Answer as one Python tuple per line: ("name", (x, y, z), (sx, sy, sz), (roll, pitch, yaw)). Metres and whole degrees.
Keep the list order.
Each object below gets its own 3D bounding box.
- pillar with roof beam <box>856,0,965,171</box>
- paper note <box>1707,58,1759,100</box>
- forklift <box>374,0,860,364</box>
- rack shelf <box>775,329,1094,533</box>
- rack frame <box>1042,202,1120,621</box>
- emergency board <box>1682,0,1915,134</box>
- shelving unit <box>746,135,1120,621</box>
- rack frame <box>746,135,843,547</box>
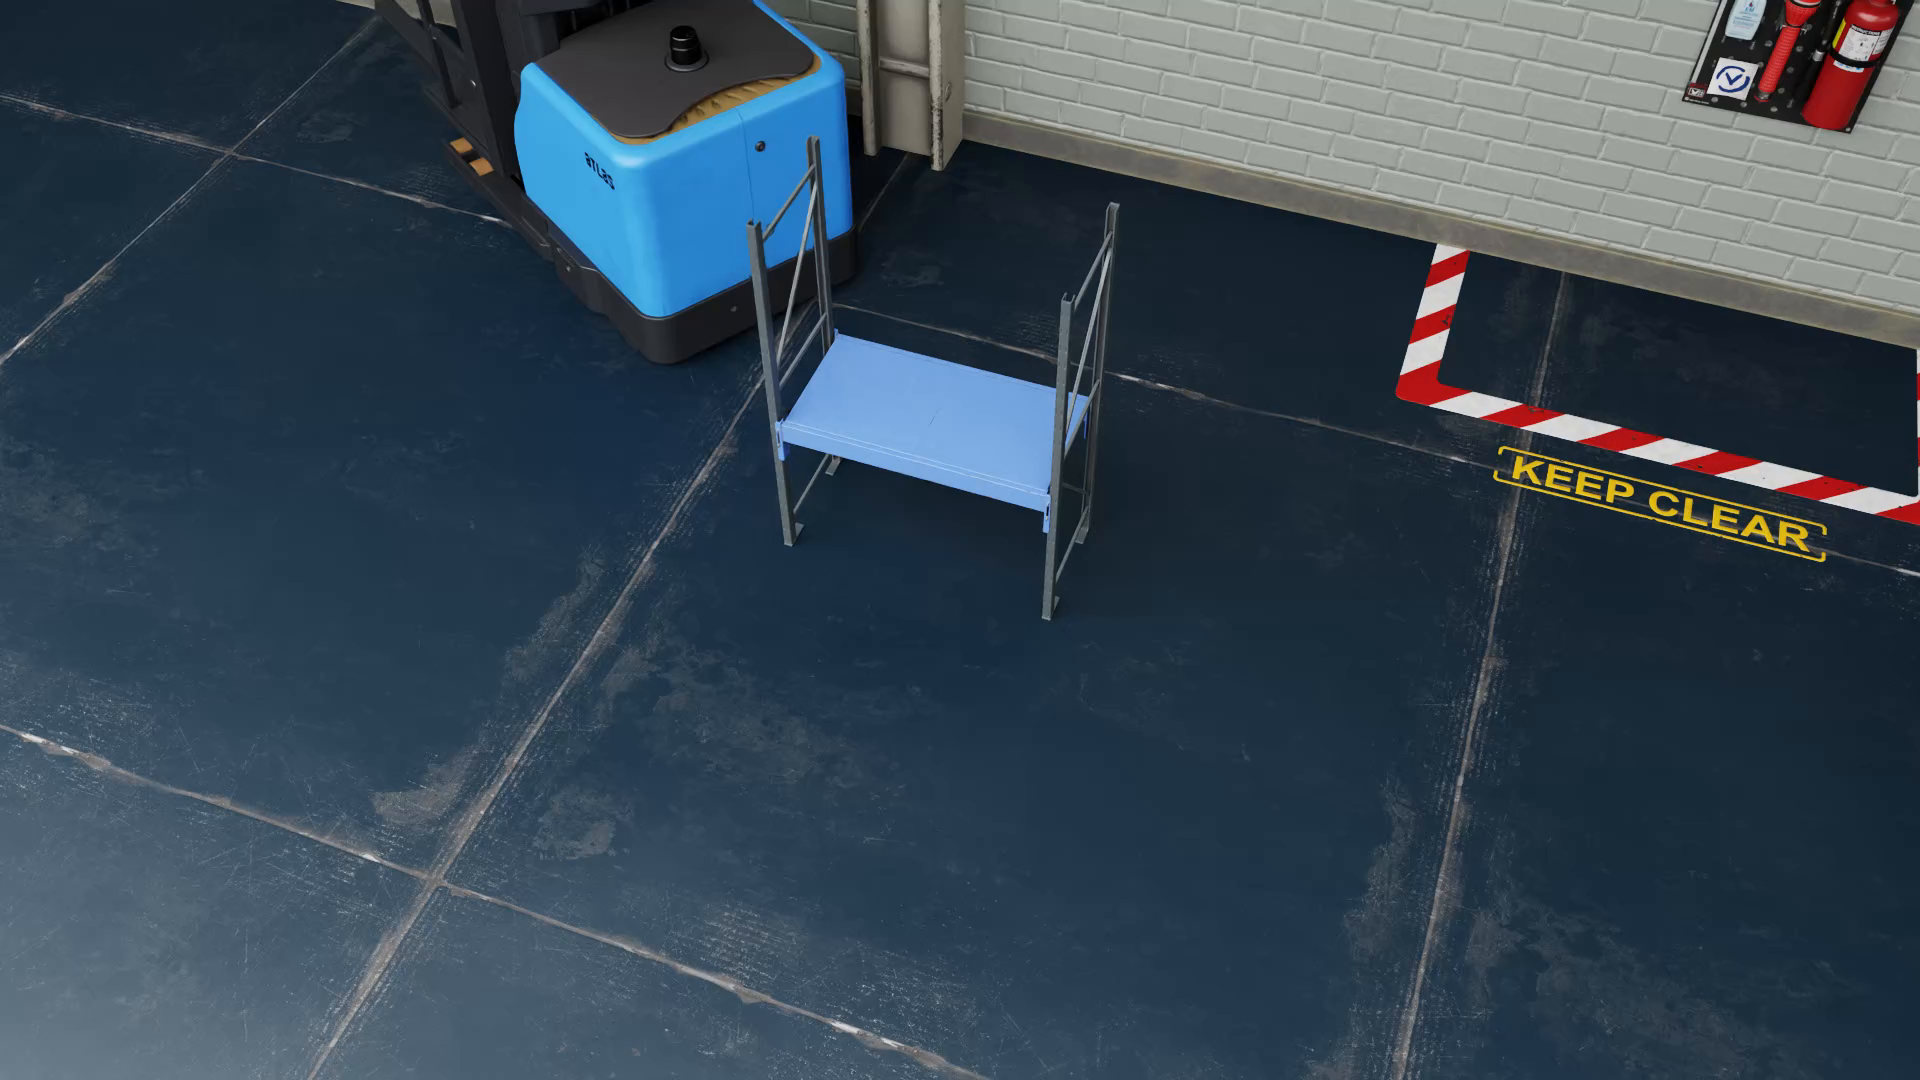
("pillar with roof beam", (-1.708, -1.772, 1.831), (0.400, 9.000, 9.100), (16, 51, 13))
("paper note", (2.965, -1.769, 6.381), (0.142, 0.148, 0.016), (16, 51, 13))
("forklift", (-1.730, -2.745, 6.689), (1.130, 2.935, 3.031), (-30, 56, -24))
("rack shelf", (-0.080, -0.396, 5.839), (1.000, 0.185, 0.538), (16, 51, 13))
("rack frame", (0.397, -0.380, 5.587), (0.032, 1.500, 0.500), (16, 51, 13))
("emergency board", (3.107, -1.962, 5.965), (0.643, 1.169, 0.194), (16, 51, 13))
("shelving unit", (-0.080, -0.514, 5.703), (1.048, 1.500, 0.538), (16, 51, 13))
("rack frame", (-0.557, -0.647, 5.818), (0.032, 1.500, 0.500), (16, 51, 13))
